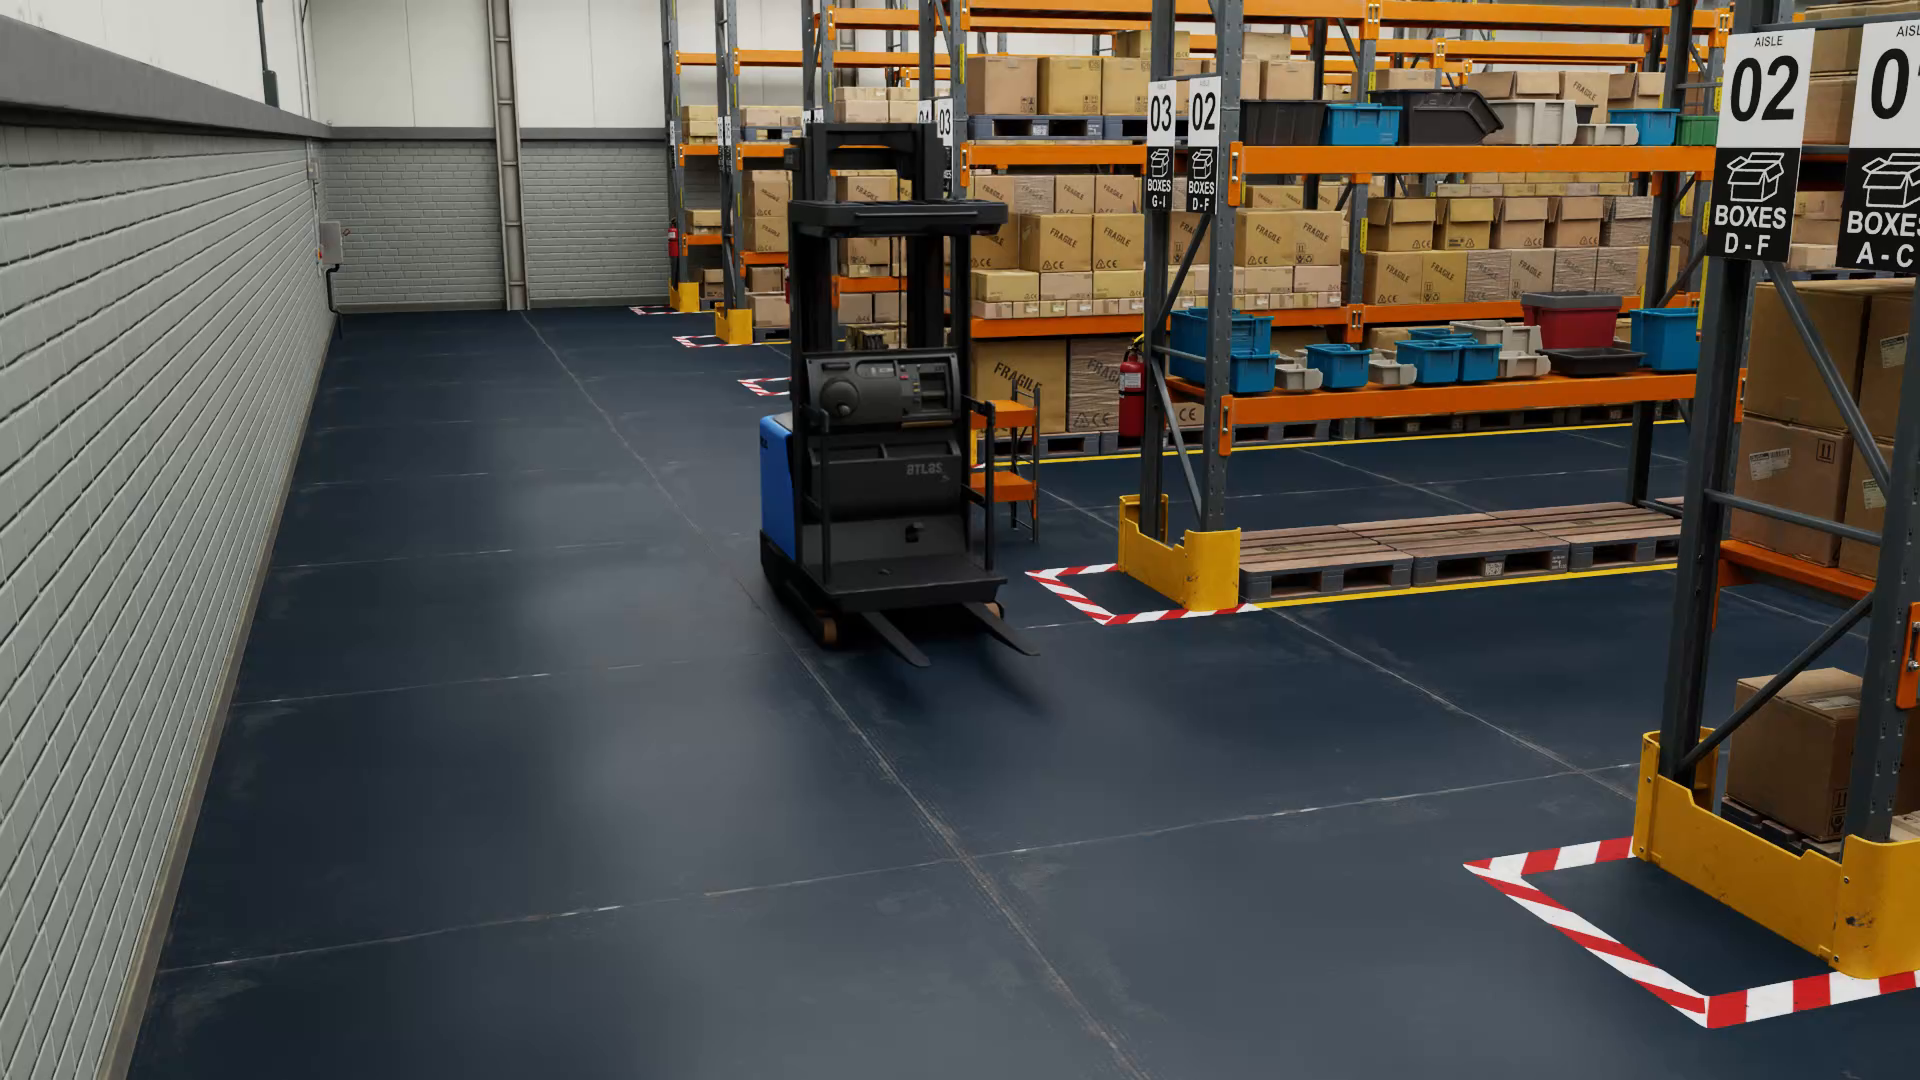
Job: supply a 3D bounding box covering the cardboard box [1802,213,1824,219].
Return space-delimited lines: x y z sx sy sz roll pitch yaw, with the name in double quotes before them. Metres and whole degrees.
"cardboard box" 12.100 -4.495 24.236 0.550 0.550 0.875 -4 14 -18

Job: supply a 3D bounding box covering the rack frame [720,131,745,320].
"rack frame" -3.317 -4.416 24.227 0.127 3.000 1.000 -4 14 -18

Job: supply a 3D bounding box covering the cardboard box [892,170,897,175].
"cardboard box" -0.948 -5.389 24.539 0.250 0.149 0.380 -5 14 -19

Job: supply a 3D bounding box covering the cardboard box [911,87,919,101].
"cardboard box" -0.504 -5.172 19.305 0.250 0.149 0.380 -4 14 -17

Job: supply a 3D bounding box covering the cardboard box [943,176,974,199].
"cardboard box" -0.156 -4.065 19.730 0.500 0.500 0.500 -5 14 -19

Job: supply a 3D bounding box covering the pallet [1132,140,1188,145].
"pallet" 2.768 -5.023 20.703 1.003 0.211 1.213 -4 14 -18

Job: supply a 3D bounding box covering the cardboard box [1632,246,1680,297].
"cardboard box" 7.037 -2.791 17.179 0.500 0.500 0.500 -4 14 -16

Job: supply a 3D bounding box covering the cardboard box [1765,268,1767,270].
"cardboard box" 8.422 -3.198 17.982 0.500 0.500 0.700 -2 14 -10

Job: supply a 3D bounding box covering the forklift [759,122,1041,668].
"forklift" -0.381 -0.920 9.679 1.130 2.935 3.031 -4 14 -18

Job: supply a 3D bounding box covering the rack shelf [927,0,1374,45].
"rack shelf" 1.739 -4.764 15.146 4.000 0.370 1.077 -4 14 -18

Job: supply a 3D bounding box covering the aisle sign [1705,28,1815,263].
"aisle sign" 2.837 -1.397 5.915 0.004 0.787 0.394 -4 14 -18

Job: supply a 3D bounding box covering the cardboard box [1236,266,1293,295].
"cardboard box" 2.811 -2.481 15.772 0.500 0.250 0.500 -4 14 -16

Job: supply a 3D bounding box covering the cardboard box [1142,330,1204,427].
"cardboard box" 2.131 -1.611 16.118 0.875 0.875 0.875 -4 14 -18

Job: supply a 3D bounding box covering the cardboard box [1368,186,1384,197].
"cardboard box" 6.731 -5.542 27.191 0.500 0.500 0.500 -4 14 -16

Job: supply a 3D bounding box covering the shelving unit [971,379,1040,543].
"shelving unit" -0.006 -0.547 12.011 1.048 1.125 0.538 -4 14 -18

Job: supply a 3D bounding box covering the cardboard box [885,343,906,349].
"cardboard box" -0.786 -2.290 19.900 0.250 0.149 0.380 -5 14 -18

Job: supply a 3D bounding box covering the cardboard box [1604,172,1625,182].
"cardboard box" 10.951 -6.156 28.520 0.500 0.500 0.700 -4 14 -18

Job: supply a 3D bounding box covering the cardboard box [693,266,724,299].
"cardboard box" -4.293 -4.519 29.145 0.637 0.503 0.797 -5 14 -20

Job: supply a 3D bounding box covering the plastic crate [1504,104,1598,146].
"plastic crate" 3.950 -2.816 11.299 0.590 0.269 0.497 -4 14 -18

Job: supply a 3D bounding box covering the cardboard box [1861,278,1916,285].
"cardboard box" 3.812 -0.736 6.376 0.500 0.500 0.500 -4 14 -17

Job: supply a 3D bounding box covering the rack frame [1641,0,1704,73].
"rack frame" 9.731 -7.142 22.724 0.127 3.000 1.000 -4 14 -18

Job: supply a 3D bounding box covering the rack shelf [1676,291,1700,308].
"rack shelf" 9.322 -2.631 18.276 4.000 0.370 1.077 -4 14 -18

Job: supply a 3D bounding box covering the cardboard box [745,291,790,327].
"cardboard box" -2.723 -3.445 24.772 0.875 0.438 0.875 -5 14 -20

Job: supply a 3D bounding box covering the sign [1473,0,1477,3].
"sign" 8.239 -8.631 26.620 0.005 0.325 0.100 -4 14 -18

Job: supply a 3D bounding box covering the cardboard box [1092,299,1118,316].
"cardboard box" 1.259 -2.151 15.245 0.250 0.149 0.380 -5 14 -19

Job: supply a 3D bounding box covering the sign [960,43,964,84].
"sign" 0.015 -4.044 14.119 0.005 0.325 0.100 -4 14 -18

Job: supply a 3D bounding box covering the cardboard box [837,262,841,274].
"cardboard box" -1.423 -3.302 20.085 0.250 0.149 0.380 -4 14 -18

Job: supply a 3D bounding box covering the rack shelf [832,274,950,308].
"rack shelf" 0.253 -3.136 20.398 4.000 0.370 1.077 -4 14 -18

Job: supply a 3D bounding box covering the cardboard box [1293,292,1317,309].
"cardboard box" 3.206 -2.302 15.883 0.250 0.149 0.380 -4 14 -17

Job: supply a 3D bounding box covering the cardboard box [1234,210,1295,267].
"cardboard box" 2.808 -2.846 15.686 0.500 0.500 0.500 -4 14 -17

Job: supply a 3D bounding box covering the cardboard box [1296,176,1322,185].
"cardboard box" 5.726 -5.903 27.308 0.250 0.149 0.380 -5 14 -21

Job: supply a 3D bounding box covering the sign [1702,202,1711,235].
"sign" 7.606 -3.275 16.927 0.005 0.325 0.100 -4 14 -18

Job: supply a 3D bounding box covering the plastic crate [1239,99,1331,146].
"plastic crate" 1.877 -2.520 10.053 0.590 0.269 0.497 -4 14 -18

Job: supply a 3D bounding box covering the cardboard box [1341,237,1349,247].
"cardboard box" 4.902 -3.819 21.351 0.250 0.149 0.380 -5 14 -19

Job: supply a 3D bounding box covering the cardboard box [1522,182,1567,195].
"cardboard box" 7.817 -4.608 22.658 0.500 0.500 0.700 -5 14 -19

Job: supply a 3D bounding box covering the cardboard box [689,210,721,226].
"cardboard box" -4.387 -5.551 28.678 0.500 0.250 0.500 -4 14 -18

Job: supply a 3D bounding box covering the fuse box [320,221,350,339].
"fuse box" -9.185 -3.840 24.587 0.414 1.711 0.539 -4 14 -18

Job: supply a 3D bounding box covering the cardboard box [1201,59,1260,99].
"cardboard box" 2.401 -4.189 15.451 0.500 0.500 0.700 -4 14 -15

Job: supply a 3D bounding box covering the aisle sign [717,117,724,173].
"aisle sign" -3.484 -5.744 24.190 0.004 0.787 0.394 -4 14 -18

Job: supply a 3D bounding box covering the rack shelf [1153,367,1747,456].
"rack shelf" 3.319 -0.954 11.227 4.000 0.370 1.077 -4 14 -18

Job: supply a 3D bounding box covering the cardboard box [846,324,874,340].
"cardboard box" -1.221 -2.540 20.305 0.250 0.149 0.380 -4 14 -17

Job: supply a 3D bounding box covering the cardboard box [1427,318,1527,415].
"cardboard box" 5.082 -1.826 17.023 0.875 0.875 1.225 -5 14 -20

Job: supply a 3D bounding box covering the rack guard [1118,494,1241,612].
"rack guard" 1.405 0.064 10.793 0.348 0.500 1.175 -4 14 -18

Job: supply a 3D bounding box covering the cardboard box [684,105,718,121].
"cardboard box" -4.403 -7.257 28.287 0.500 0.250 0.500 -5 14 -19

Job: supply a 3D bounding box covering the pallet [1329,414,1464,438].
"pallet" 4.342 -1.255 16.962 1.213 0.211 1.003 -4 14 -18

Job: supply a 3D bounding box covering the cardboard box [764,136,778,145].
"cardboard box" -3.309 -6.903 28.743 0.250 0.149 0.380 -5 14 -19

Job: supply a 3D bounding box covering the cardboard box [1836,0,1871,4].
"cardboard box" 3.482 -2.106 5.654 0.500 0.500 0.700 -4 14 -18

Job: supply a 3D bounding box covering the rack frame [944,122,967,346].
"rack frame" -0.156 -2.243 15.090 0.127 3.000 1.000 -4 14 -18

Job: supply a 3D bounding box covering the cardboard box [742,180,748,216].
"cardboard box" -2.936 -5.039 24.469 0.500 0.500 0.500 -4 14 -16

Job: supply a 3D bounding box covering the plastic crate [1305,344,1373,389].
"plastic crate" 2.386 -1.099 10.513 0.300 0.233 0.416 -4 14 -18

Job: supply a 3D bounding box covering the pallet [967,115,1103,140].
"pallet" 0.544 -3.716 14.993 1.213 0.211 1.003 -4 14 -18

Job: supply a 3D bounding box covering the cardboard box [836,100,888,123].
"cardboard box" -1.134 -4.944 19.206 0.500 0.250 0.500 -4 14 -17

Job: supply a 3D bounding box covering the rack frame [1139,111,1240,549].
"rack frame" 1.424 -1.157 10.523 0.127 3.000 1.000 -4 14 -18

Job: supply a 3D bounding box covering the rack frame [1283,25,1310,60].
"rack frame" 6.470 -9.309 31.832 0.127 3.000 1.000 -4 14 -18
